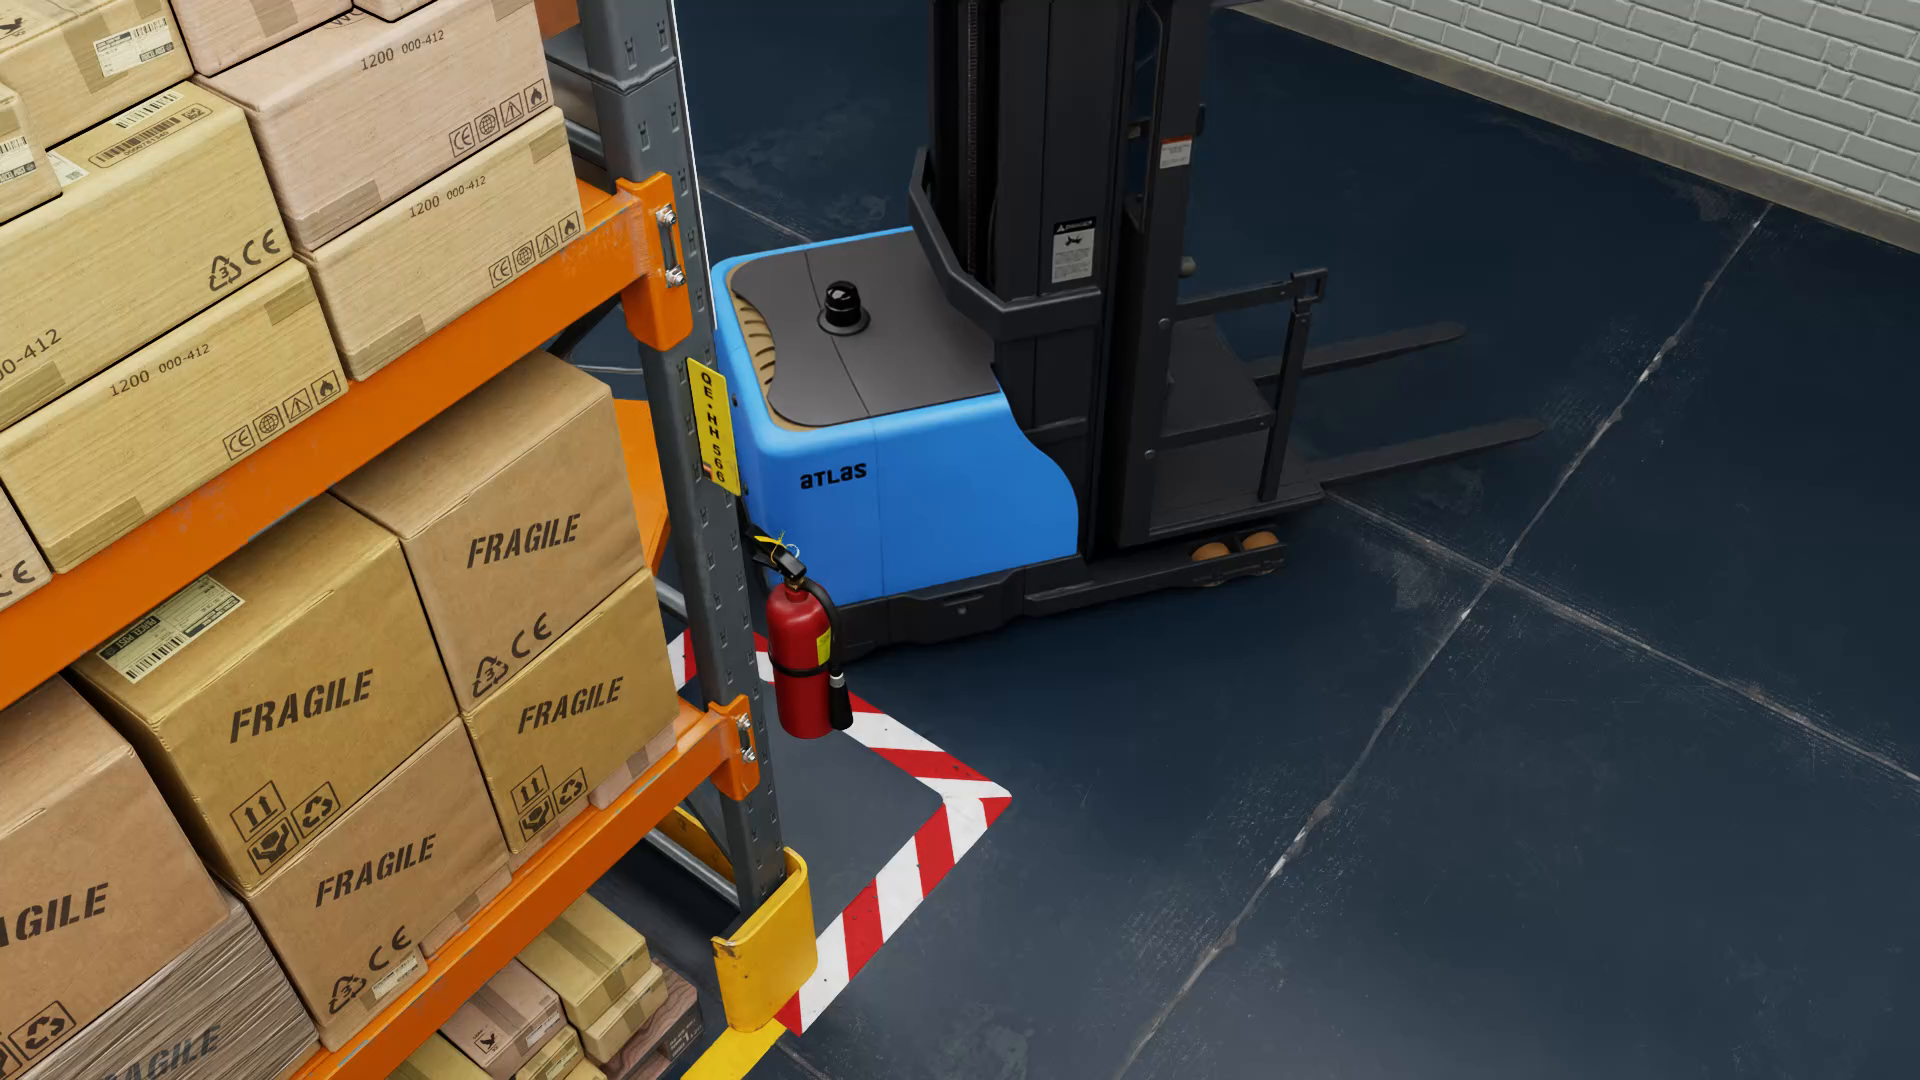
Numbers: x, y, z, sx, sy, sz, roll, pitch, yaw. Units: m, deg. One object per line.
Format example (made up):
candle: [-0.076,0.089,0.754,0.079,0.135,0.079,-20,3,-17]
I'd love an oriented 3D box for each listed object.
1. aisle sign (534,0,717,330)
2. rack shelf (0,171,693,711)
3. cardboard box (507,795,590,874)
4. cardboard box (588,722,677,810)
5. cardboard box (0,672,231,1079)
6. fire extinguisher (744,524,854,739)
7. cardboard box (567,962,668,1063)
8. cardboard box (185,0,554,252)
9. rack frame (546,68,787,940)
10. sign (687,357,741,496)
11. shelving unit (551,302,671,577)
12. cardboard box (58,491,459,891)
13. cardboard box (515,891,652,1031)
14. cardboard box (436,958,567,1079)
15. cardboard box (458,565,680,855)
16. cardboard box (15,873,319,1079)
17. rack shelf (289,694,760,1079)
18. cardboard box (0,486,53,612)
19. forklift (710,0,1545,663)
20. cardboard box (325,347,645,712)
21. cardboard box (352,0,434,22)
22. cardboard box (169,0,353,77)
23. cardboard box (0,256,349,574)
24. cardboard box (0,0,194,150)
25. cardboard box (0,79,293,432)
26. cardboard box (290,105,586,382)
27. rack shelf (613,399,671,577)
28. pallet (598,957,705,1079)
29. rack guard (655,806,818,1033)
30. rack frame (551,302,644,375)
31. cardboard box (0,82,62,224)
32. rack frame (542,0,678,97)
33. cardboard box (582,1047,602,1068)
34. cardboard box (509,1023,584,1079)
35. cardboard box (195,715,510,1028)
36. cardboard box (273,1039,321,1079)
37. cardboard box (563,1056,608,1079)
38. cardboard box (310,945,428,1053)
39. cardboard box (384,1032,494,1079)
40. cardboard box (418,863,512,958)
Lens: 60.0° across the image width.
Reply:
aisle sign: [-0.642,-0.780,3.123,0.394,0.787,0.004,29,53,25]
rack shelf: [-2.147,0.384,2.232,1.077,0.370,4.000,29,53,25]
cardboard box: [-1.082,0.551,3.823,0.380,0.149,0.250,29,53,25]
cardboard box: [-0.900,0.425,3.943,0.380,0.149,0.250,29,53,25]
cardboard box: [-1.628,0.508,2.724,0.500,0.500,0.500,32,54,27]
fire extinguisher: [-0.405,0.243,4.255,0.296,0.674,0.183,29,53,25]
cardboard box: [-1.021,1.192,4.512,0.380,0.149,0.250,28,52,24]
cardboard box: [-1.005,-0.754,2.579,0.500,0.250,0.500,28,52,24]
rack frame: [-0.924,0.027,4.150,1.000,3.000,0.127,29,53,25]
sign: [-0.497,-0.225,3.371,0.100,0.325,0.005,29,53,25]
shelving unit: [-1.197,-0.223,5.426,0.587,1.500,1.083,4,46,4]
cardboard box: [-1.317,0.206,3.012,0.500,0.500,0.500,27,52,24]
cardboard box: [-1.047,1.076,4.417,0.380,0.149,0.250,30,53,25]
cardboard box: [-1.246,1.195,4.304,0.380,0.149,0.250,30,53,26]
cardboard box: [-0.995,0.261,3.652,0.500,0.500,0.500,30,53,26]
cardboard box: [-1.617,0.848,3.091,0.500,0.500,0.500,29,53,25]
rack shelf: [-2.147,1.420,3.317,1.077,0.370,4.000,29,53,25]
cardboard box: [-1.613,-0.007,2.211,0.500,0.250,0.500,31,54,26]
forklift: [0.691,-1.197,5.367,3.031,2.935,1.130,-12,48,-11]
cardboard box: [-1.007,-0.084,3.289,0.500,0.500,0.500,28,52,24]
cardboard box: [-0.895,-0.947,2.488,0.380,0.149,0.250,29,53,25]
cardboard box: [-1.106,-0.840,2.386,0.380,0.149,0.250,30,53,25]
cardboard box: [-1.299,-0.285,2.477,0.500,0.250,0.500,29,53,25]
cardboard box: [-1.280,-0.702,2.254,0.380,0.149,0.250,28,52,24]
cardboard box: [-1.316,-0.461,2.299,0.500,0.250,0.500,28,52,24]
cardboard box: [-0.993,-0.580,2.759,0.500,0.250,0.500,28,52,24]
rack shelf: [-1.198,-0.092,5.550,0.538,0.185,1.000,4,46,4]
pallet: [-1.495,1.483,4.687,1.003,0.211,1.213,29,53,25]
rack guard: [-0.971,0.934,5.012,1.175,0.500,0.348,29,53,25]
rack frame: [-1.146,-0.582,5.769,0.500,1.500,0.032,4,46,4]
cardboard box: [-1.355,-0.503,2.064,0.380,0.149,0.250,30,53,26]
rack frame: [-0.924,-2.045,1.980,1.000,3.000,0.127,29,53,25]
cardboard box: [-1.081,1.260,4.653,0.380,0.149,0.250,30,53,26]
cardboard box: [-1.224,1.318,4.392,0.380,0.149,0.250,28,52,24]
cardboard box: [-1.314,0.553,3.372,0.500,0.500,0.500,28,53,24]
cardboard box: [-1.545,0.995,3.398,0.380,0.149,0.250,27,52,23]
cardboard box: [-1.158,1.452,4.469,0.380,0.149,0.250,31,54,26]
cardboard box: [-1.361,0.858,3.530,0.380,0.149,0.250,31,54,26]
cardboard box: [-1.304,1.399,4.109,0.380,0.149,0.250,28,52,24]
cardboard box: [-1.223,0.701,3.679,0.380,0.149,0.250,29,53,25]
